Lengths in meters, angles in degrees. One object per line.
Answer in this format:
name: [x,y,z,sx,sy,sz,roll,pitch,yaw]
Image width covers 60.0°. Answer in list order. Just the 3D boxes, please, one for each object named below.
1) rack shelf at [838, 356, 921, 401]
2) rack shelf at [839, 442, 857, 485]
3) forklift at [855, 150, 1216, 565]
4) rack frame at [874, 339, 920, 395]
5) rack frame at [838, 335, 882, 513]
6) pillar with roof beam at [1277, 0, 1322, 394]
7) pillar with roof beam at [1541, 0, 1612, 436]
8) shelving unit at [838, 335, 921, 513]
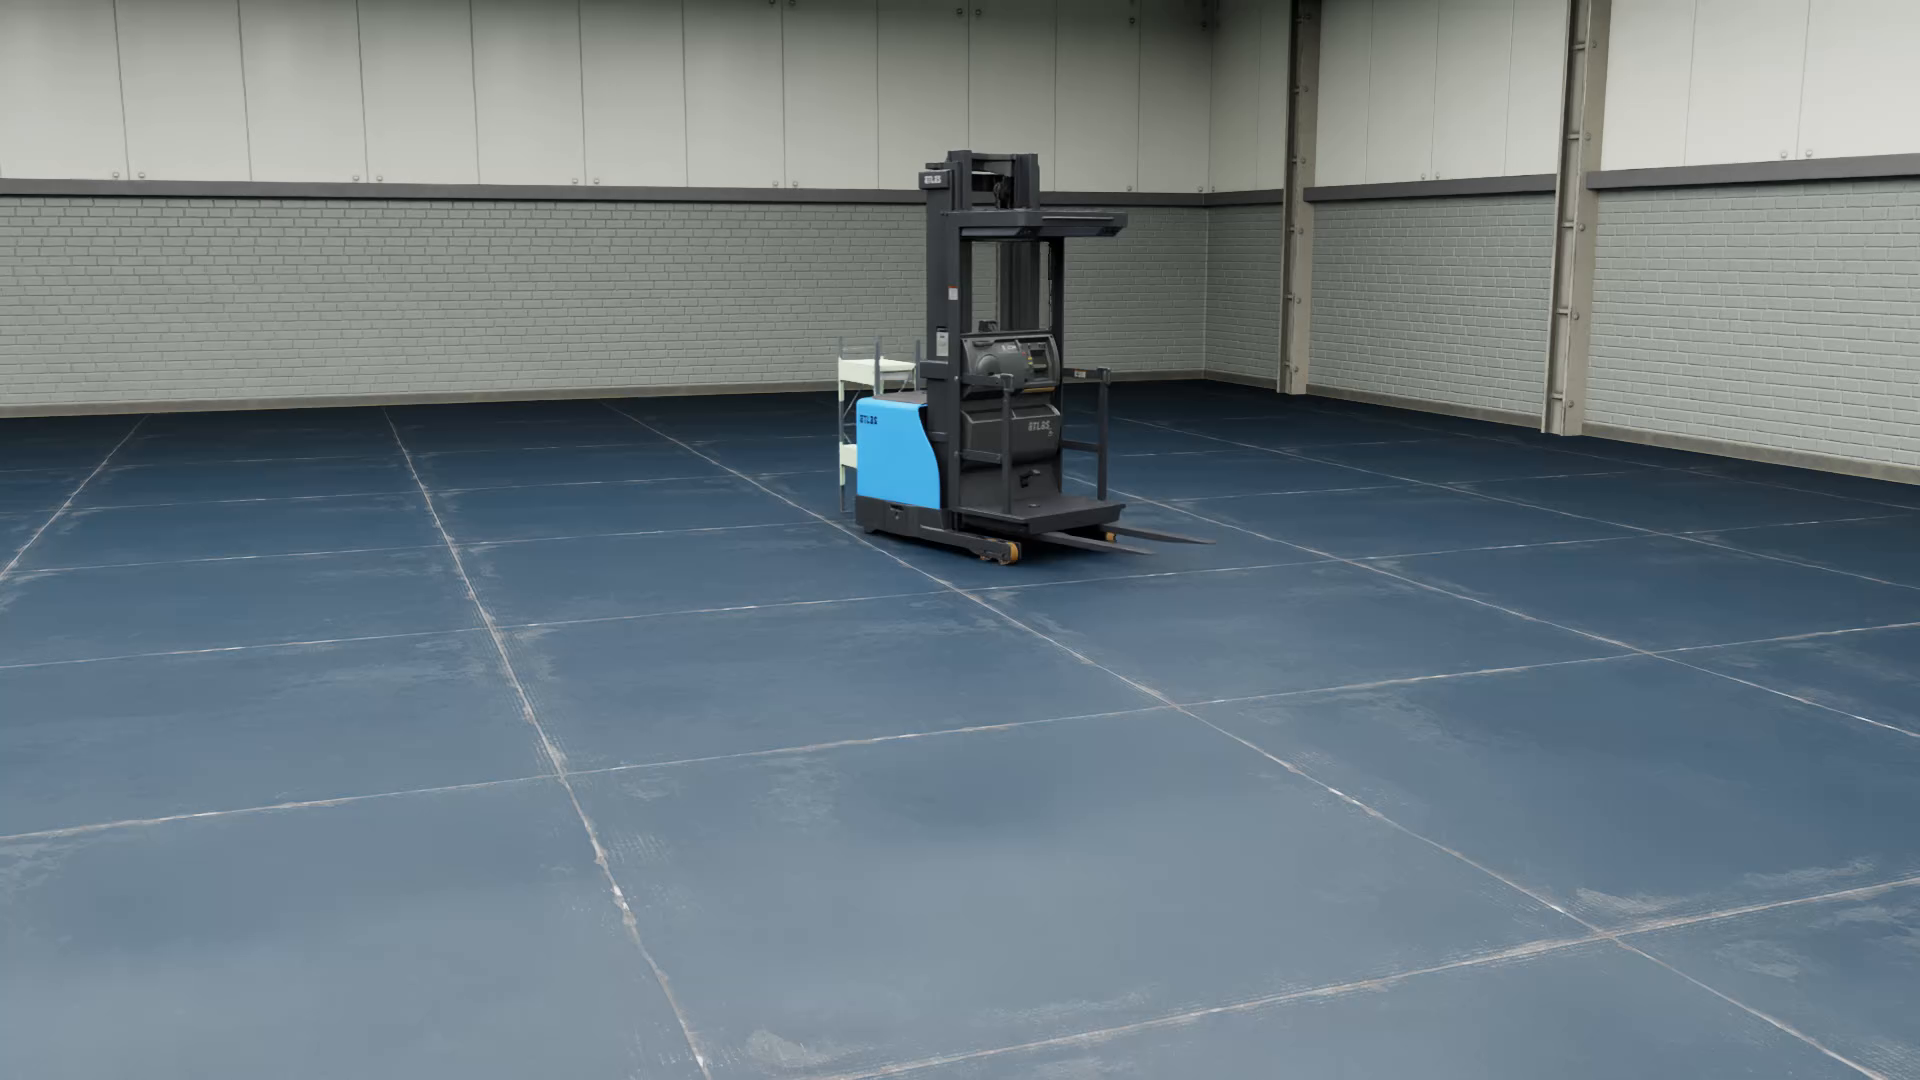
rack shelf: [-0.675,-1.316,13.808,0.431,0.370,0.720,-5,11,-27]
rack shelf: [-0.675,-0.611,13.934,0.431,0.370,0.720,-5,11,-27]
forklift: [0.525,-1.365,12.226,1.130,2.935,3.031,-9,13,-41]
rack frame: [-0.505,-0.875,13.557,0.400,1.500,0.023,-5,11,-27]
rack frame: [-0.844,-0.989,14.196,0.400,1.500,0.023,-5,11,-27]
pillar with roof beam: [1.114,-6.426,23.348,9.100,9.000,0.400,-4,11,-21]
pillar with roof beam: [3.288,-5.446,17.842,9.100,9.000,0.400,-4,11,-21]
shelving unit: [-0.675,-0.932,13.876,0.431,1.500,0.755,-5,11,-27]
